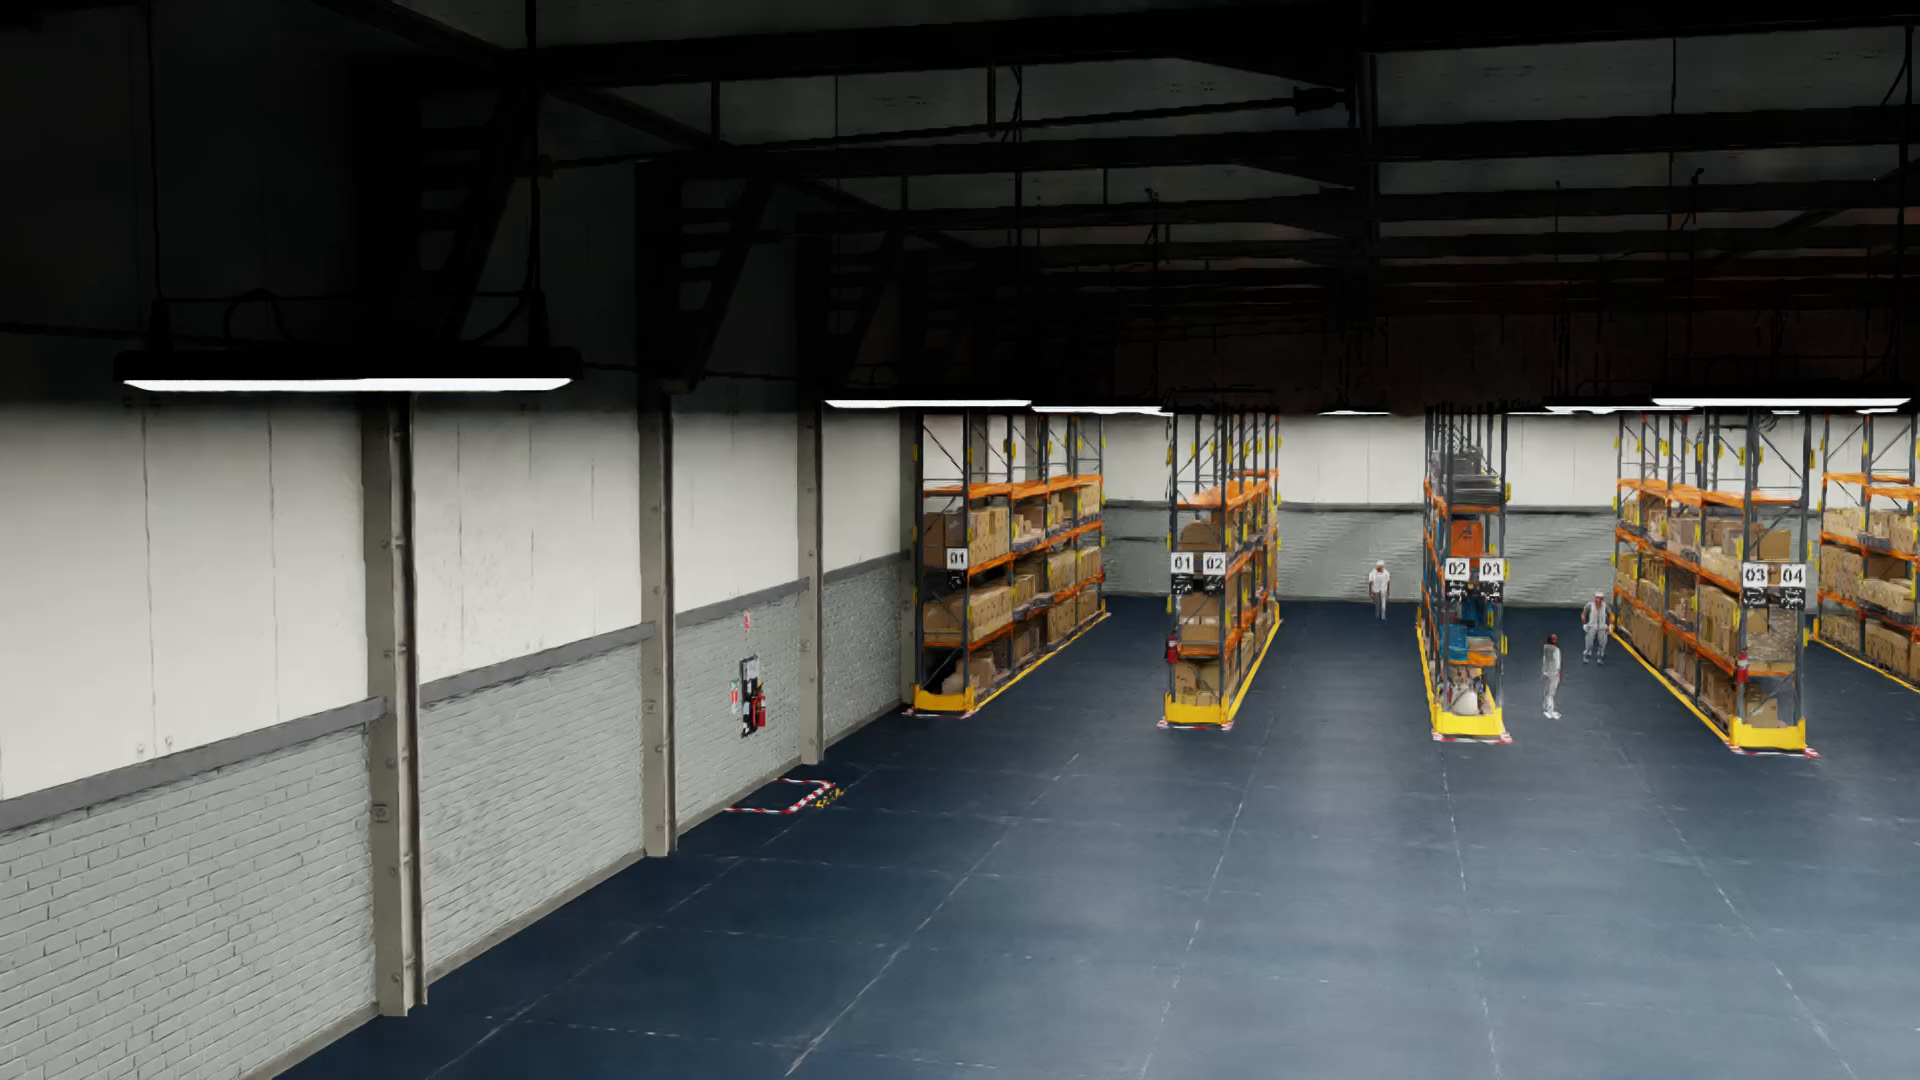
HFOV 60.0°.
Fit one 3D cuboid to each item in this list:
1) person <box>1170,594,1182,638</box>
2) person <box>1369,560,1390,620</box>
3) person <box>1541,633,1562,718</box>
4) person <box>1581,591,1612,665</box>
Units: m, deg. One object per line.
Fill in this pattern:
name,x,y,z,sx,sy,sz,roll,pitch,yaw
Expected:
person,5.634,1.788,42.431,0.639,1.619,0.508,1,4,13
person,11.863,1.393,47.060,0.577,1.691,1.121,1,4,17
person,11.305,2.568,31.735,0.399,1.602,0.469,-1,4,-18
person,14.696,2.028,38.374,0.677,1.742,0.552,1,4,12
